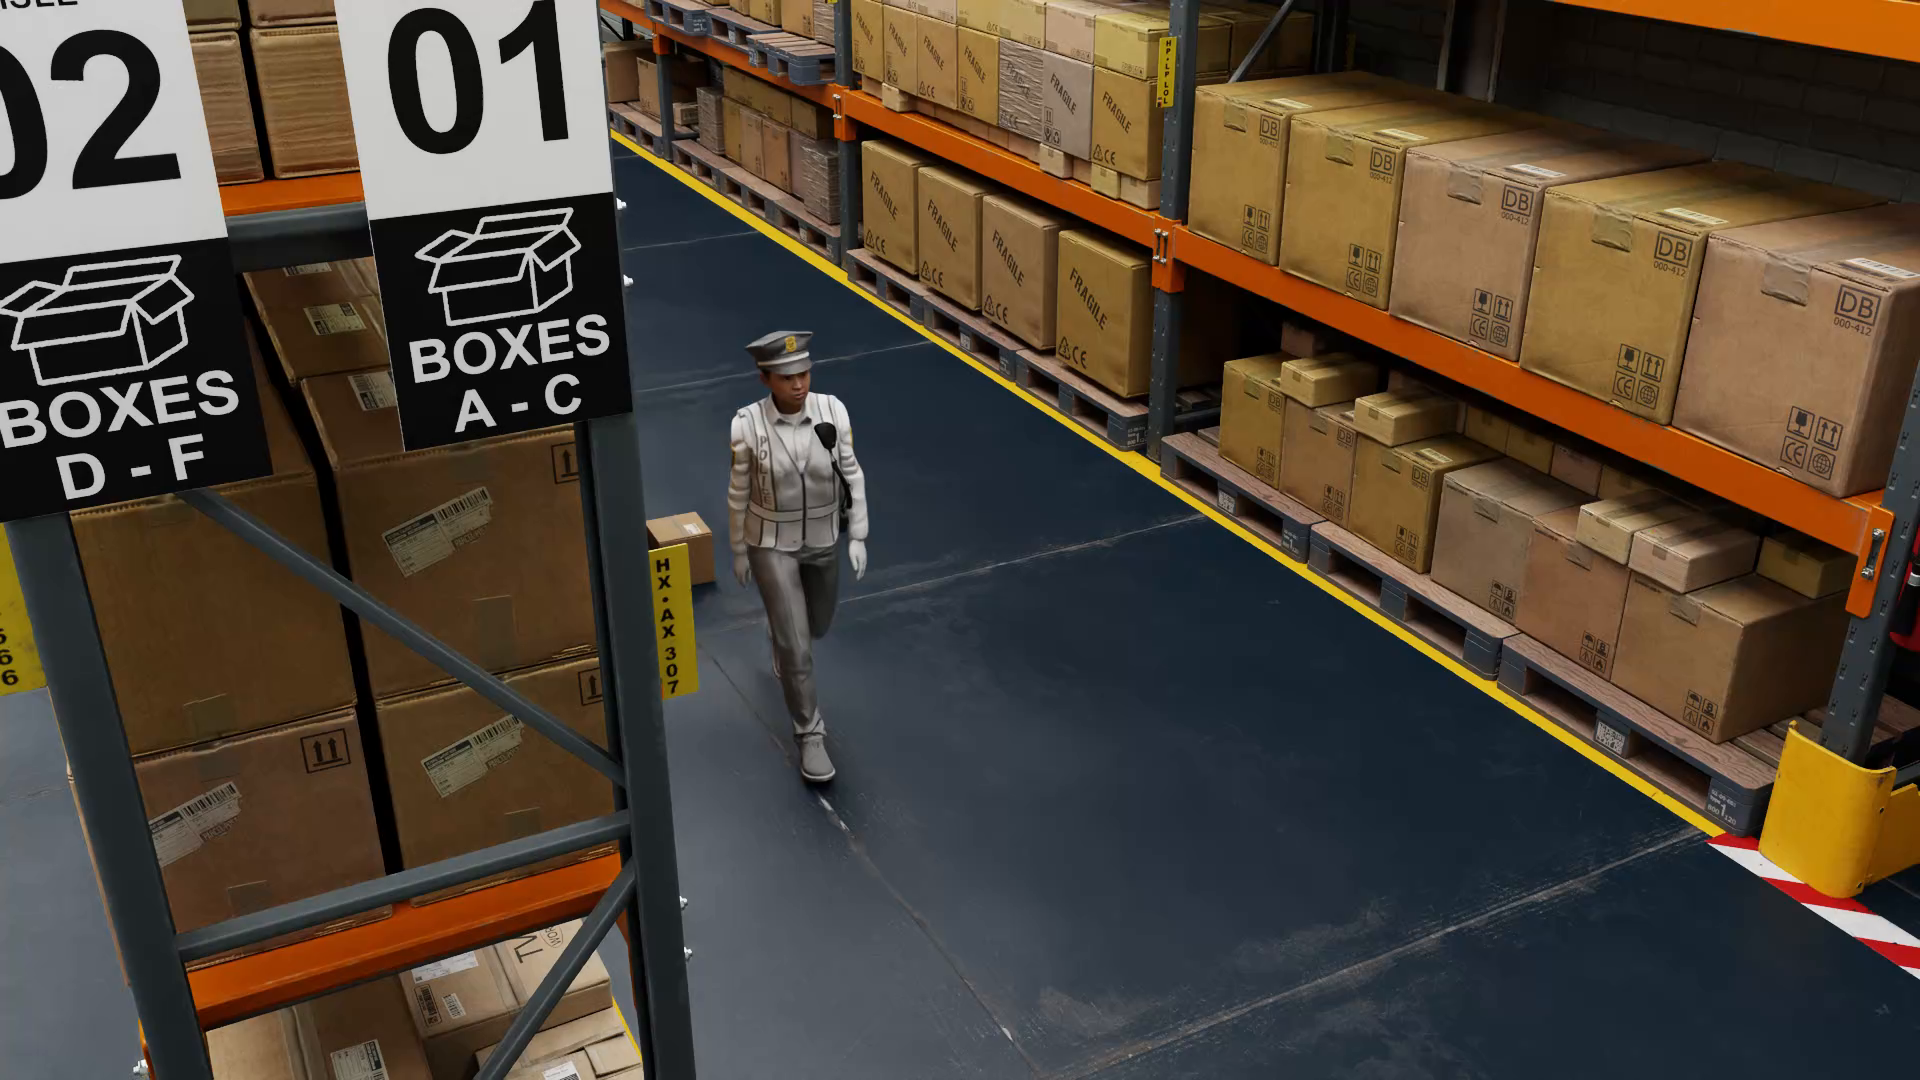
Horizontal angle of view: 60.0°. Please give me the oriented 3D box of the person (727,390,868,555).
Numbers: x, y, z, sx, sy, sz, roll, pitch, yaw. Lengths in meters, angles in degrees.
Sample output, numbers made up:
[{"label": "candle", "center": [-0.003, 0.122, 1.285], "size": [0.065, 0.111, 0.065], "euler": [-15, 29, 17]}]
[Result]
[{"label": "person", "center": [-0.577, -0.248, 5.953], "size": [0.495, 0.623, 0.342], "euler": [-11, 28, -21]}]
